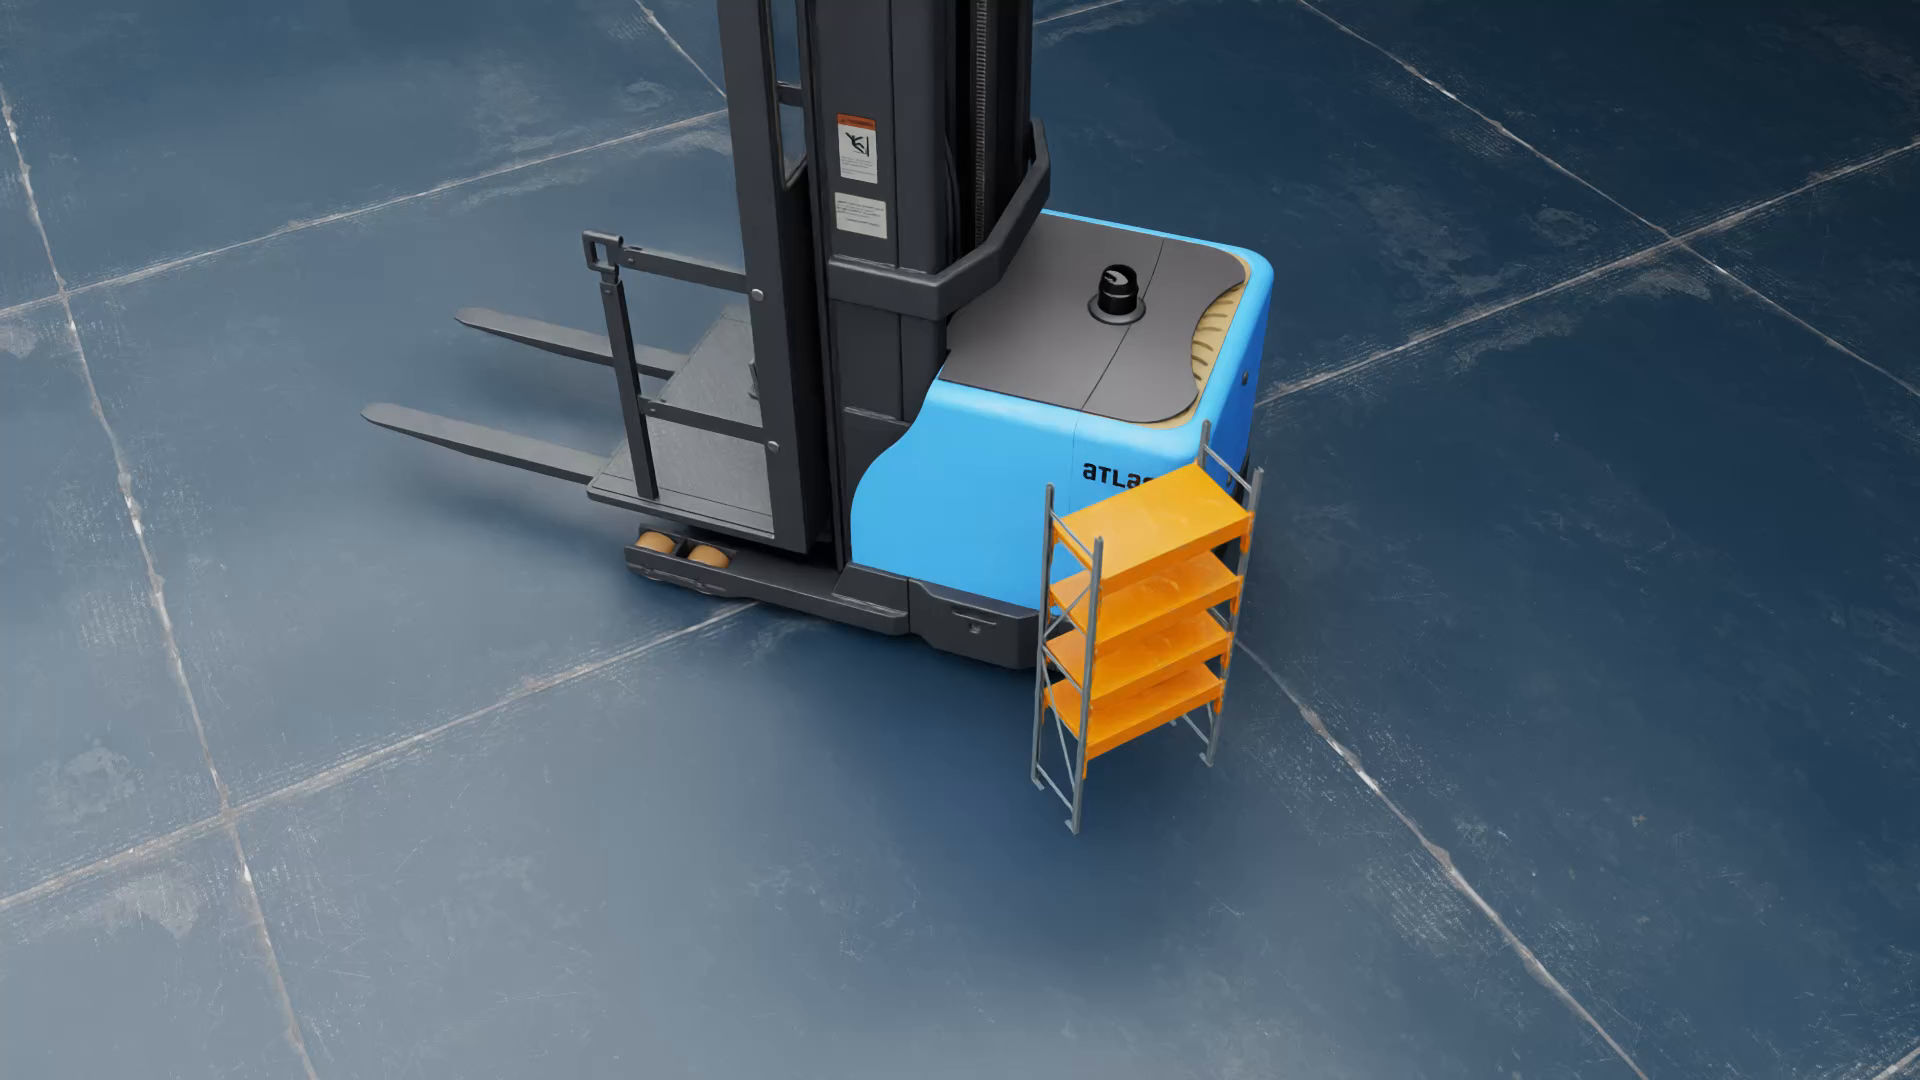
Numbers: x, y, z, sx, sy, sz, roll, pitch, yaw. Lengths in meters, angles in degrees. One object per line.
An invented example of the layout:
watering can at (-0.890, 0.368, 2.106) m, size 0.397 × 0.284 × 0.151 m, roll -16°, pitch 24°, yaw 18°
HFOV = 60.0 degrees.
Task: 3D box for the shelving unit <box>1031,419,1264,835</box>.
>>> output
shelving unit at (0.491, 0.272, 4.607) m, size 0.503 × 1.200 × 0.258 m, roll -22°, pitch 49°, yaw -21°

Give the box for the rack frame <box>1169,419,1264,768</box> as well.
rack frame at (0.701, 0.186, 4.697) m, size 0.015 × 1.200 × 0.240 m, roll -22°, pitch 49°, yaw -21°

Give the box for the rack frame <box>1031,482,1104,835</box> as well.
rack frame at (0.281, 0.359, 4.518) m, size 0.015 × 1.200 × 0.240 m, roll -22°, pitch 49°, yaw -21°

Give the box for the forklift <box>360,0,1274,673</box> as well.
forklift at (-0.591, -1.200, 4.882) m, size 3.031 × 2.935 × 1.130 m, roll 14°, pitch 46°, yaw 14°

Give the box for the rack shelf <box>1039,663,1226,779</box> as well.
rack shelf at (0.491, 0.463, 4.793) m, size 0.480 × 0.148 × 0.258 m, roll -22°, pitch 49°, yaw -21°

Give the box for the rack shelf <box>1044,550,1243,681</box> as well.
rack shelf at (0.492, 0.160, 4.498) m, size 0.480 × 0.148 × 0.258 m, roll -22°, pitch 49°, yaw -21°

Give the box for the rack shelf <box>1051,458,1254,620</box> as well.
rack shelf at (0.492, -0.009, 4.333) m, size 0.480 × 0.148 × 0.258 m, roll -22°, pitch 49°, yaw -21°

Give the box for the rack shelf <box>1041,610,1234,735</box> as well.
rack shelf at (0.491, 0.321, 4.654) m, size 0.480 × 0.148 × 0.258 m, roll -22°, pitch 49°, yaw -21°
